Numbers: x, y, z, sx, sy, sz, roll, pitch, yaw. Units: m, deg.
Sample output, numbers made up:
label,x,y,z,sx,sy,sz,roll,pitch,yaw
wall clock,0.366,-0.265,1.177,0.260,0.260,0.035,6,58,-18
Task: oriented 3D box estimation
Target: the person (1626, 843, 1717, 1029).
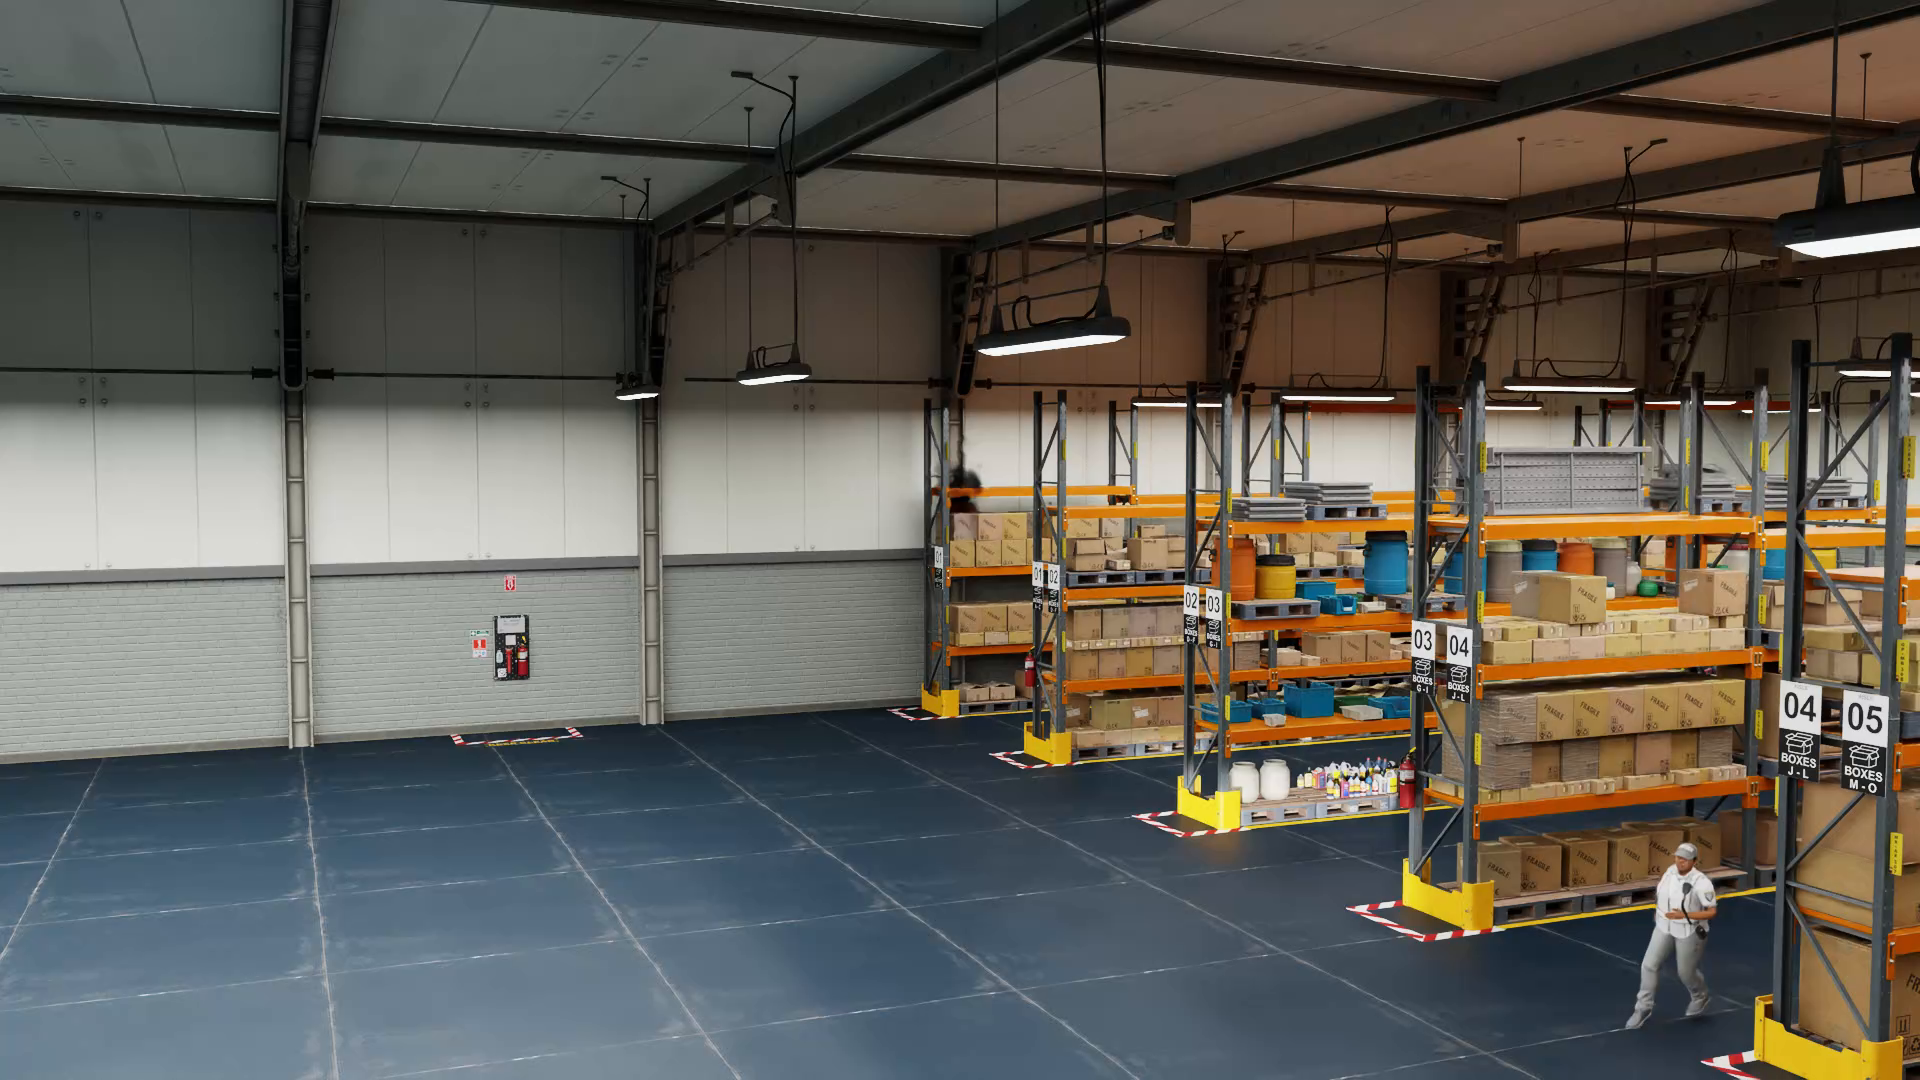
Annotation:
label,x,y,z,sx,sy,sz,roll,pitch,yaw
person,6.378,3.484,14.653,0.843,1.682,0.629,-2,4,-33
